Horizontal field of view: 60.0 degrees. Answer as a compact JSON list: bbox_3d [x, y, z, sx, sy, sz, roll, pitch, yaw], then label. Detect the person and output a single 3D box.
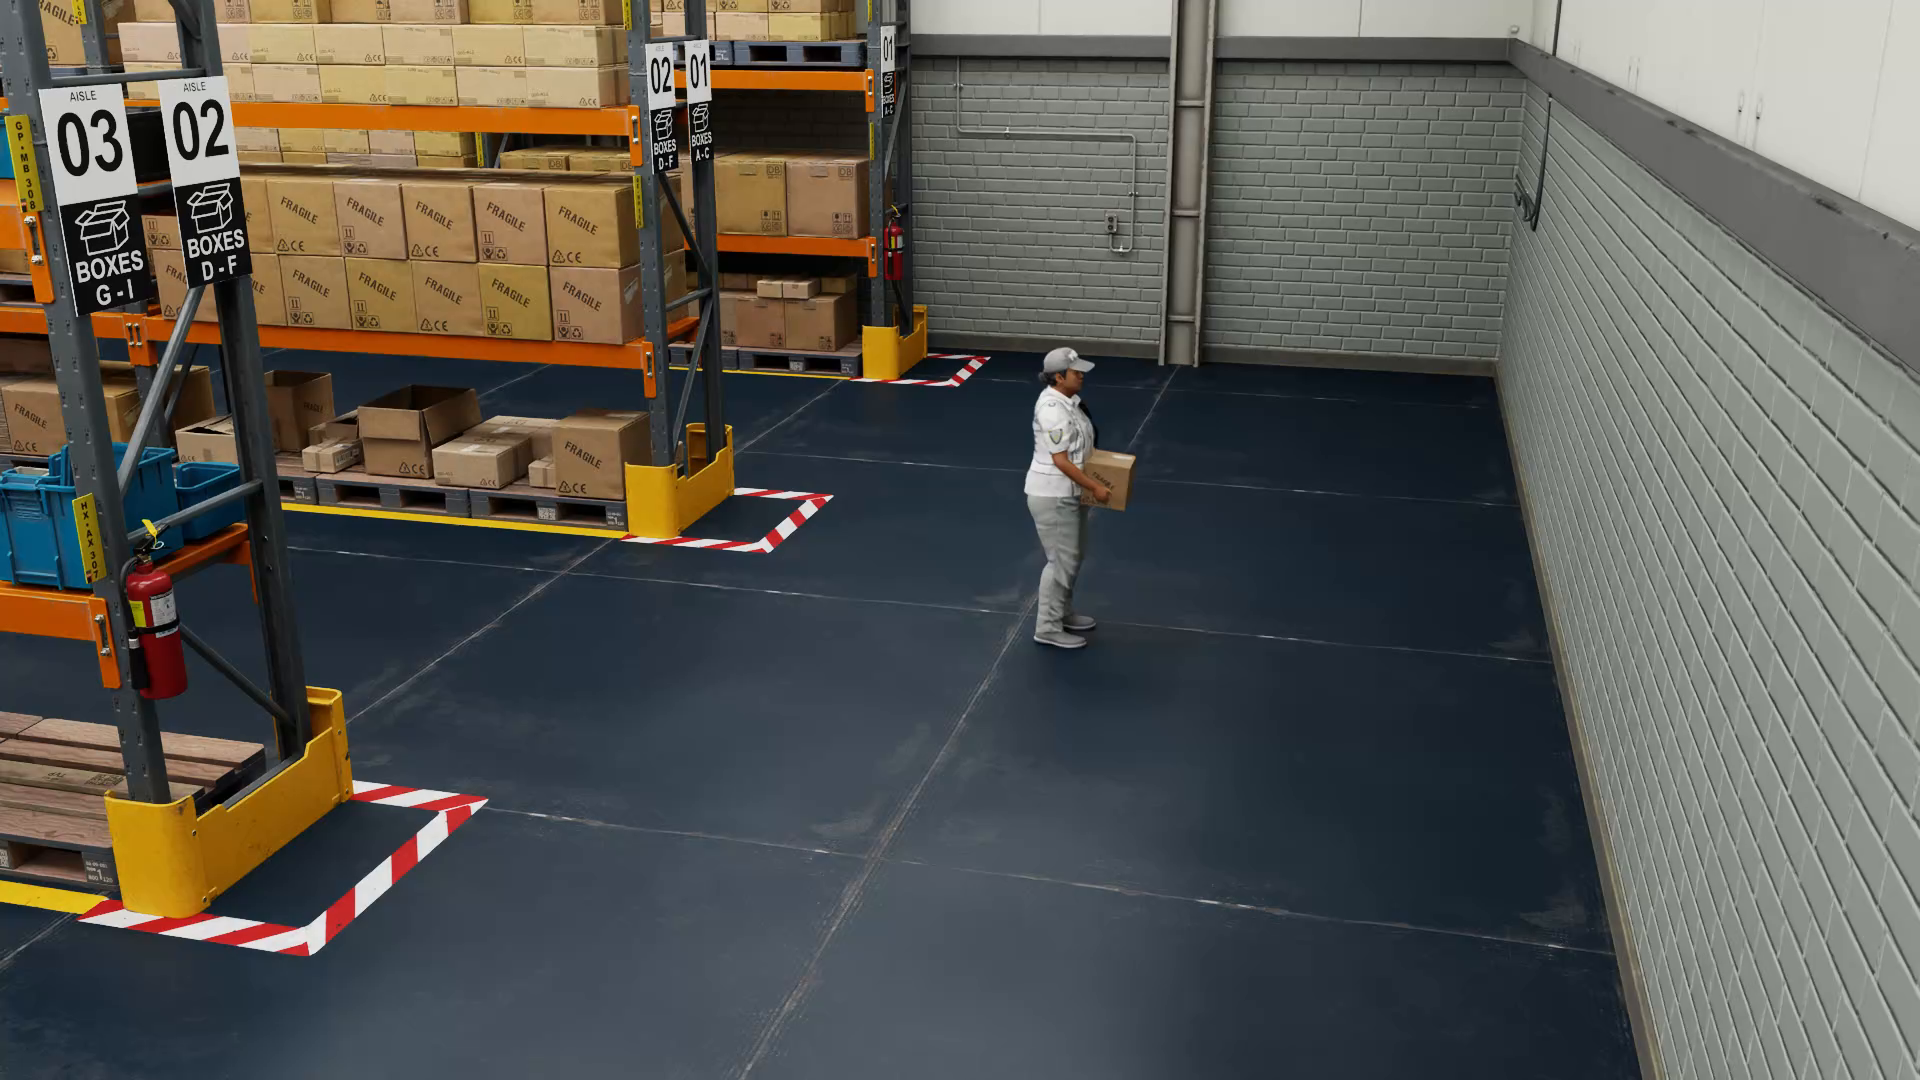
[{"bbox_3d":[0.630,-0.249,9.292,0.523,1.668,0.480,4,19,13],"label":"person"}]
